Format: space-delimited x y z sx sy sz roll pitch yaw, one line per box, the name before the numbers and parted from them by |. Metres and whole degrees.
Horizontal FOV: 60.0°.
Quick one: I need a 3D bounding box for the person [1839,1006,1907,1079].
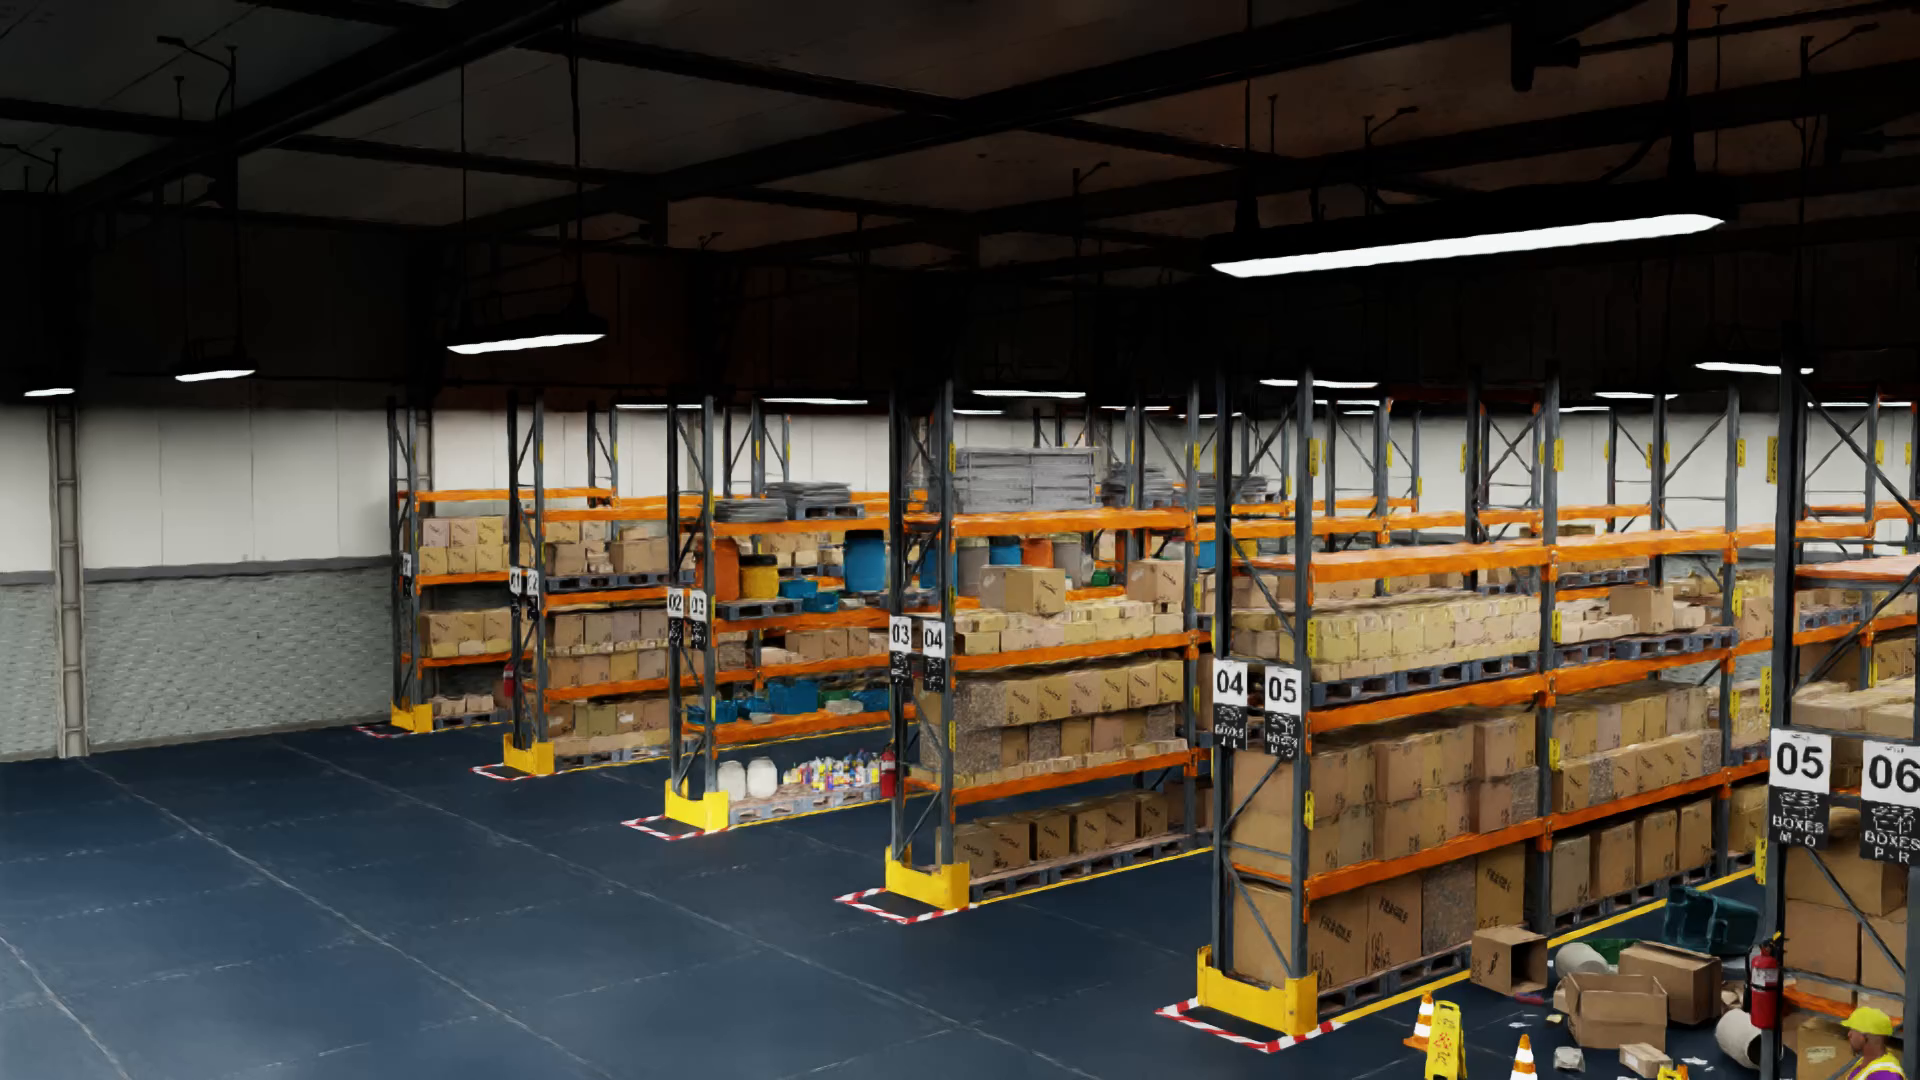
person | 5.580 3.677 10.022 0.604 1.698 0.593 1 3 16
